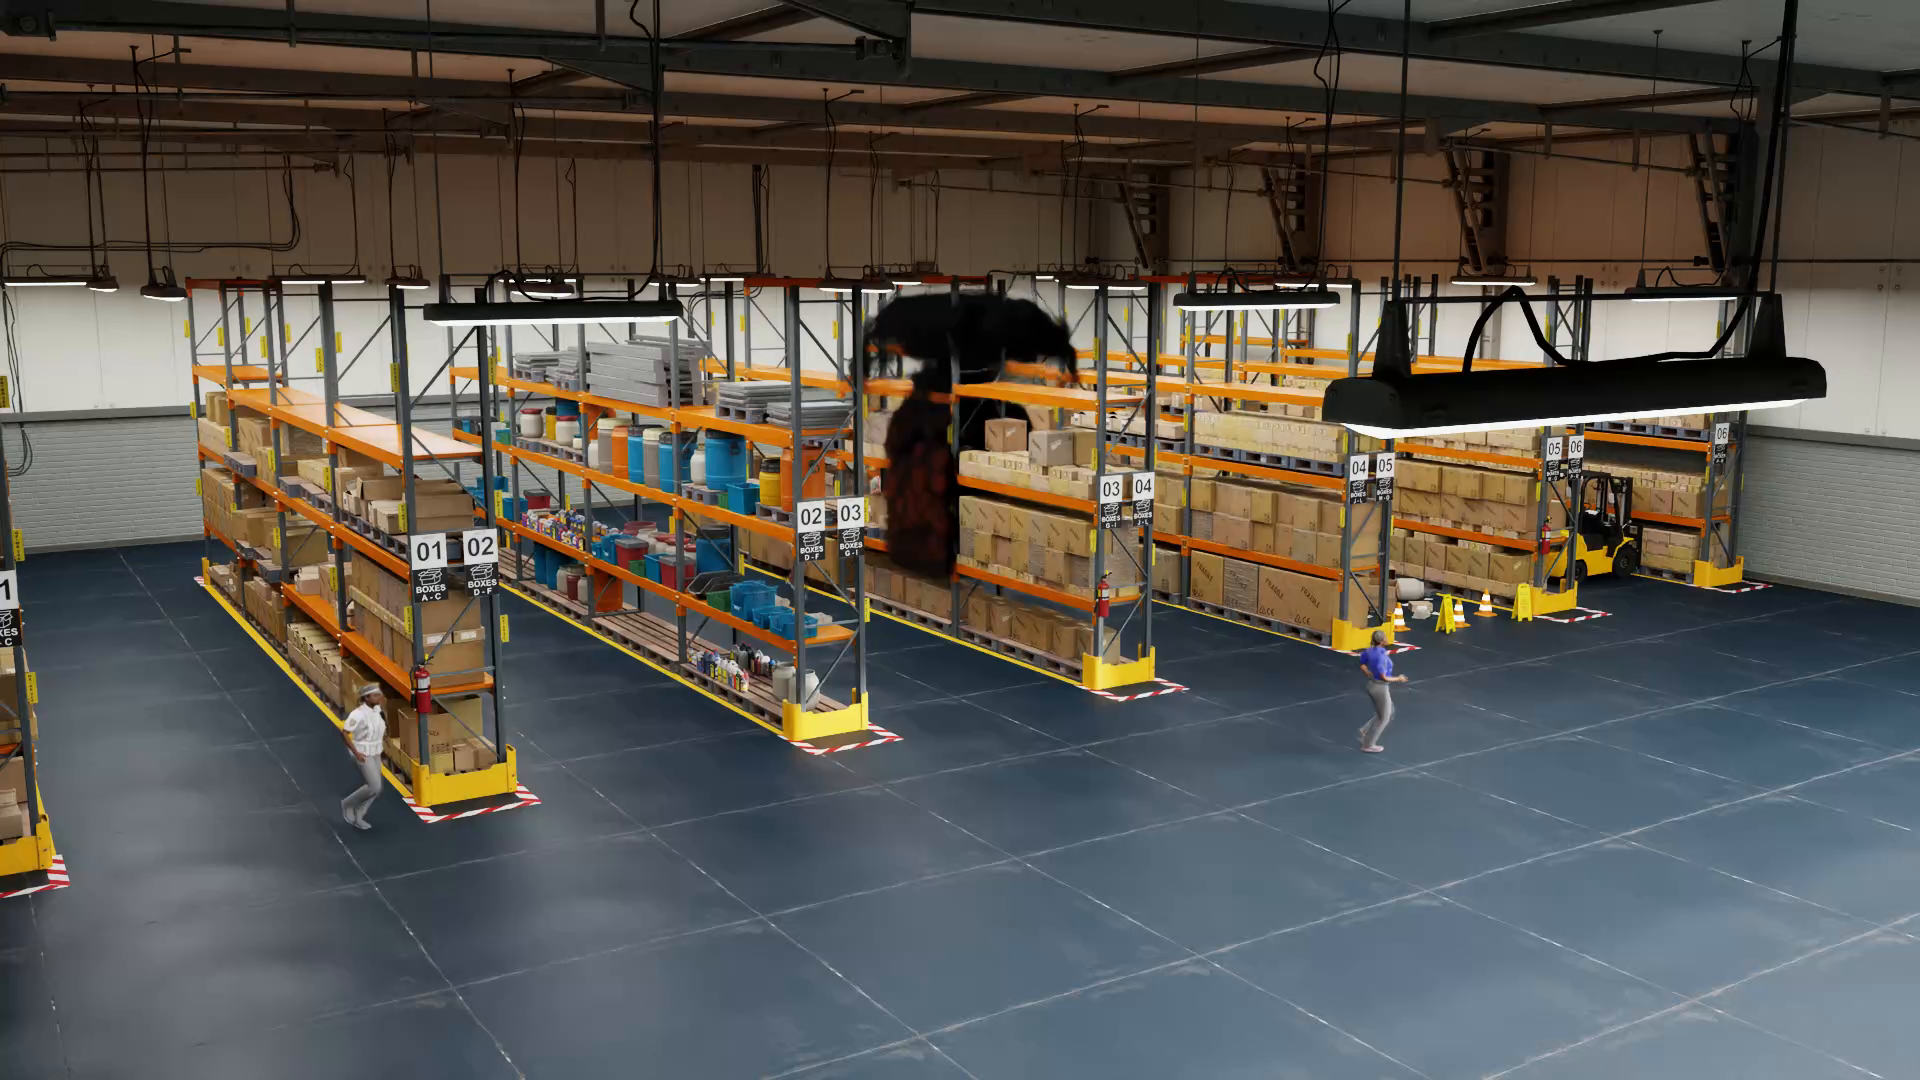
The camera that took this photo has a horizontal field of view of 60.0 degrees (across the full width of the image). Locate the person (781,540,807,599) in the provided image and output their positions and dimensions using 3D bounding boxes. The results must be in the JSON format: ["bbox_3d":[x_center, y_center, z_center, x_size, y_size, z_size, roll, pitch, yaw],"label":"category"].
[{"bbox_3d":[-2.967,0.168,30.432,0.599,1.757,0.781,-5,11,-28],"label":"person"}]

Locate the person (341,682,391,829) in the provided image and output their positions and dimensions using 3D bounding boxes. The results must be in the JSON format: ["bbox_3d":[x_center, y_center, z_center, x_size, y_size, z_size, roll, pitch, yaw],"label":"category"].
[{"bbox_3d":[-6.676,2.421,18.805,0.514,1.645,0.579,3,10,15],"label":"person"}]

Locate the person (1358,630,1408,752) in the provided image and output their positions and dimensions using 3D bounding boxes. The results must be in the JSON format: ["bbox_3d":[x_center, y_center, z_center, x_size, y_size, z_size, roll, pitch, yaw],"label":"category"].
[{"bbox_3d":[5.490,1.947,21.549,0.542,1.611,0.565,-1,10,-6],"label":"person"}]

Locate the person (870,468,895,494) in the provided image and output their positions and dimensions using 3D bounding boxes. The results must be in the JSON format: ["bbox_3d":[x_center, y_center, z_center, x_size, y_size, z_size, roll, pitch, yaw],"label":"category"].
[{"bbox_3d":[-1.747,-0.815,37.503,0.676,1.837,0.919,-5,11,-26],"label":"person"}]
